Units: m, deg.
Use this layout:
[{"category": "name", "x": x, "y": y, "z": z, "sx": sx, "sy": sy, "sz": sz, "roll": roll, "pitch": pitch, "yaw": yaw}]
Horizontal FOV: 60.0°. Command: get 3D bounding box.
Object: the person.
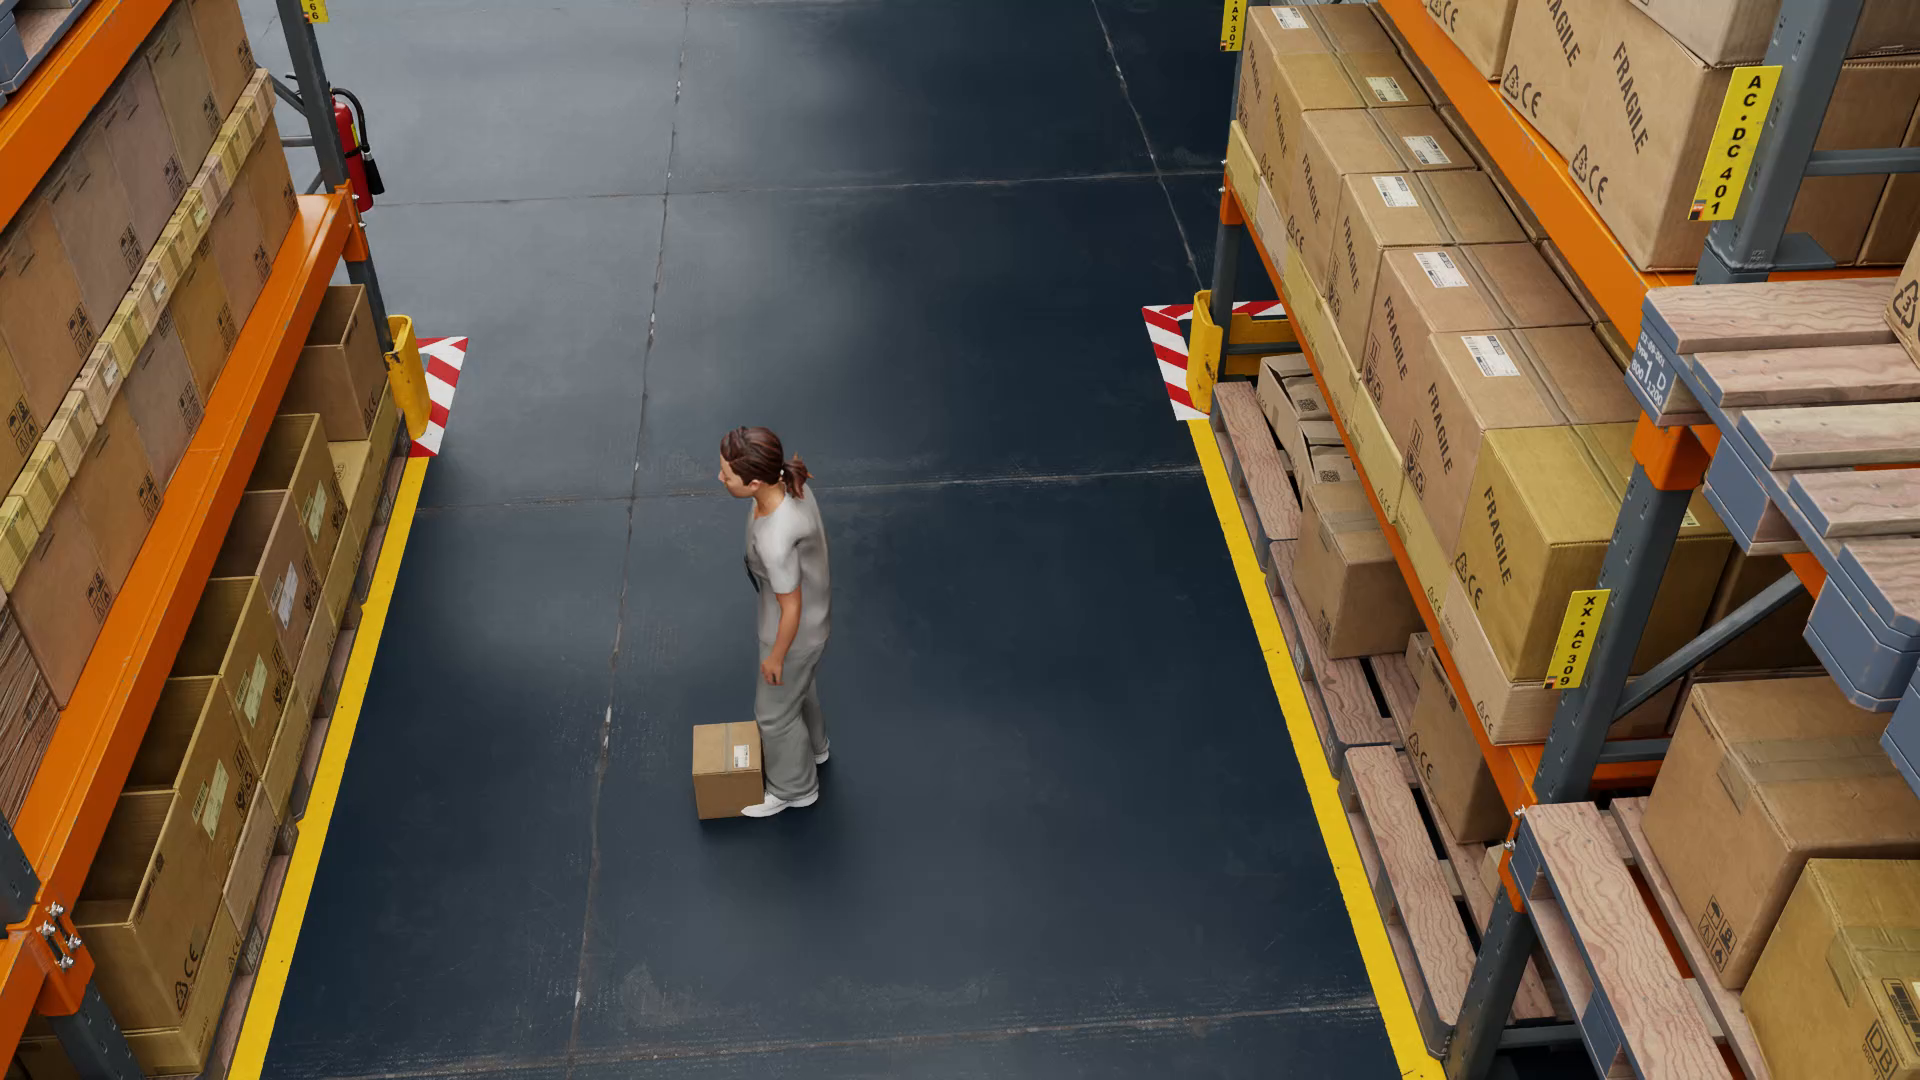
[{"category": "person", "x": -0.641, "y": 0.290, "z": 5.801, "sx": 0.406, "sy": 1.673, "sz": 0.486, "roll": -3, "pitch": 39, "yaw": -4}]
